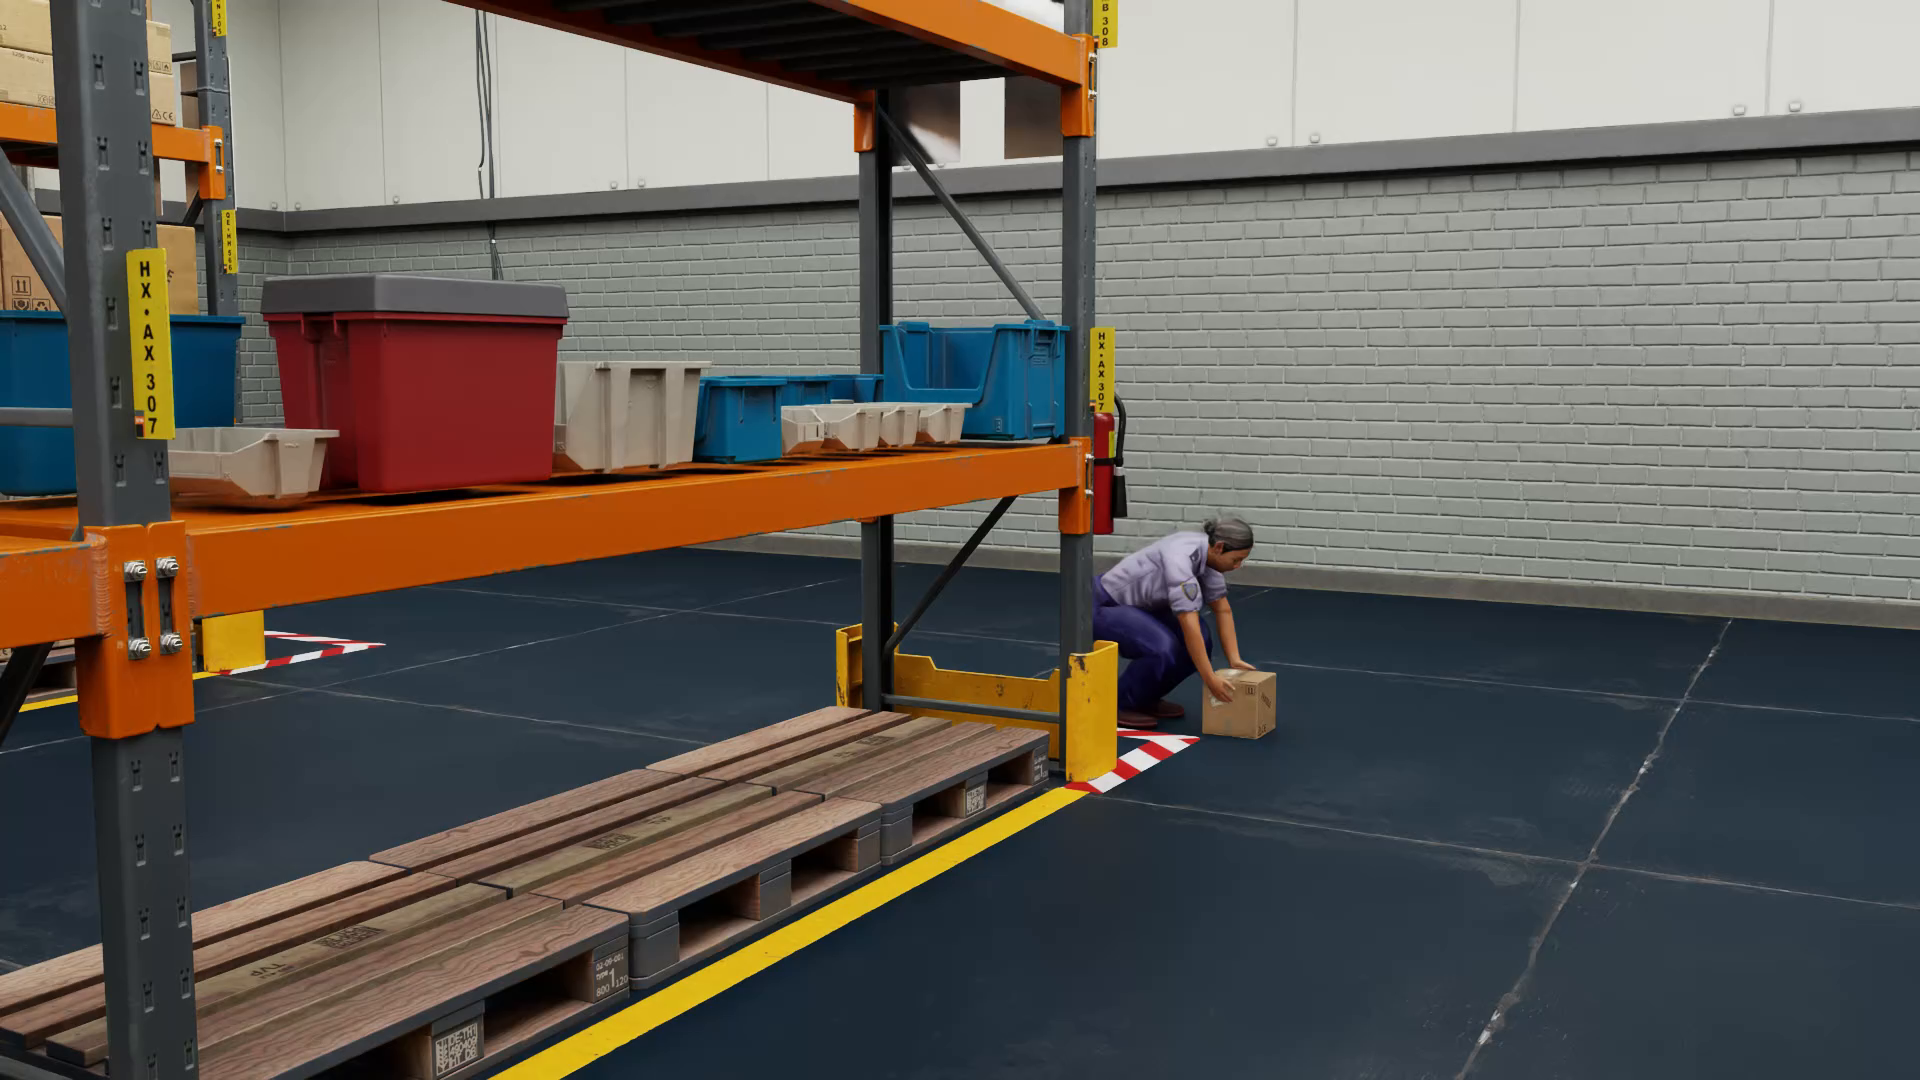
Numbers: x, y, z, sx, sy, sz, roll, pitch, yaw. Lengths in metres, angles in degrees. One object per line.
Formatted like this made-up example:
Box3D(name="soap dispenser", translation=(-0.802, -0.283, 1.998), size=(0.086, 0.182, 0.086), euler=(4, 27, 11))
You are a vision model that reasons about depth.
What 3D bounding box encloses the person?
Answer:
Box3D(name="person", translation=(0.919, 0.357, 7.468), size=(0.823, 0.940, 0.526), euler=(4, 7, 32))
